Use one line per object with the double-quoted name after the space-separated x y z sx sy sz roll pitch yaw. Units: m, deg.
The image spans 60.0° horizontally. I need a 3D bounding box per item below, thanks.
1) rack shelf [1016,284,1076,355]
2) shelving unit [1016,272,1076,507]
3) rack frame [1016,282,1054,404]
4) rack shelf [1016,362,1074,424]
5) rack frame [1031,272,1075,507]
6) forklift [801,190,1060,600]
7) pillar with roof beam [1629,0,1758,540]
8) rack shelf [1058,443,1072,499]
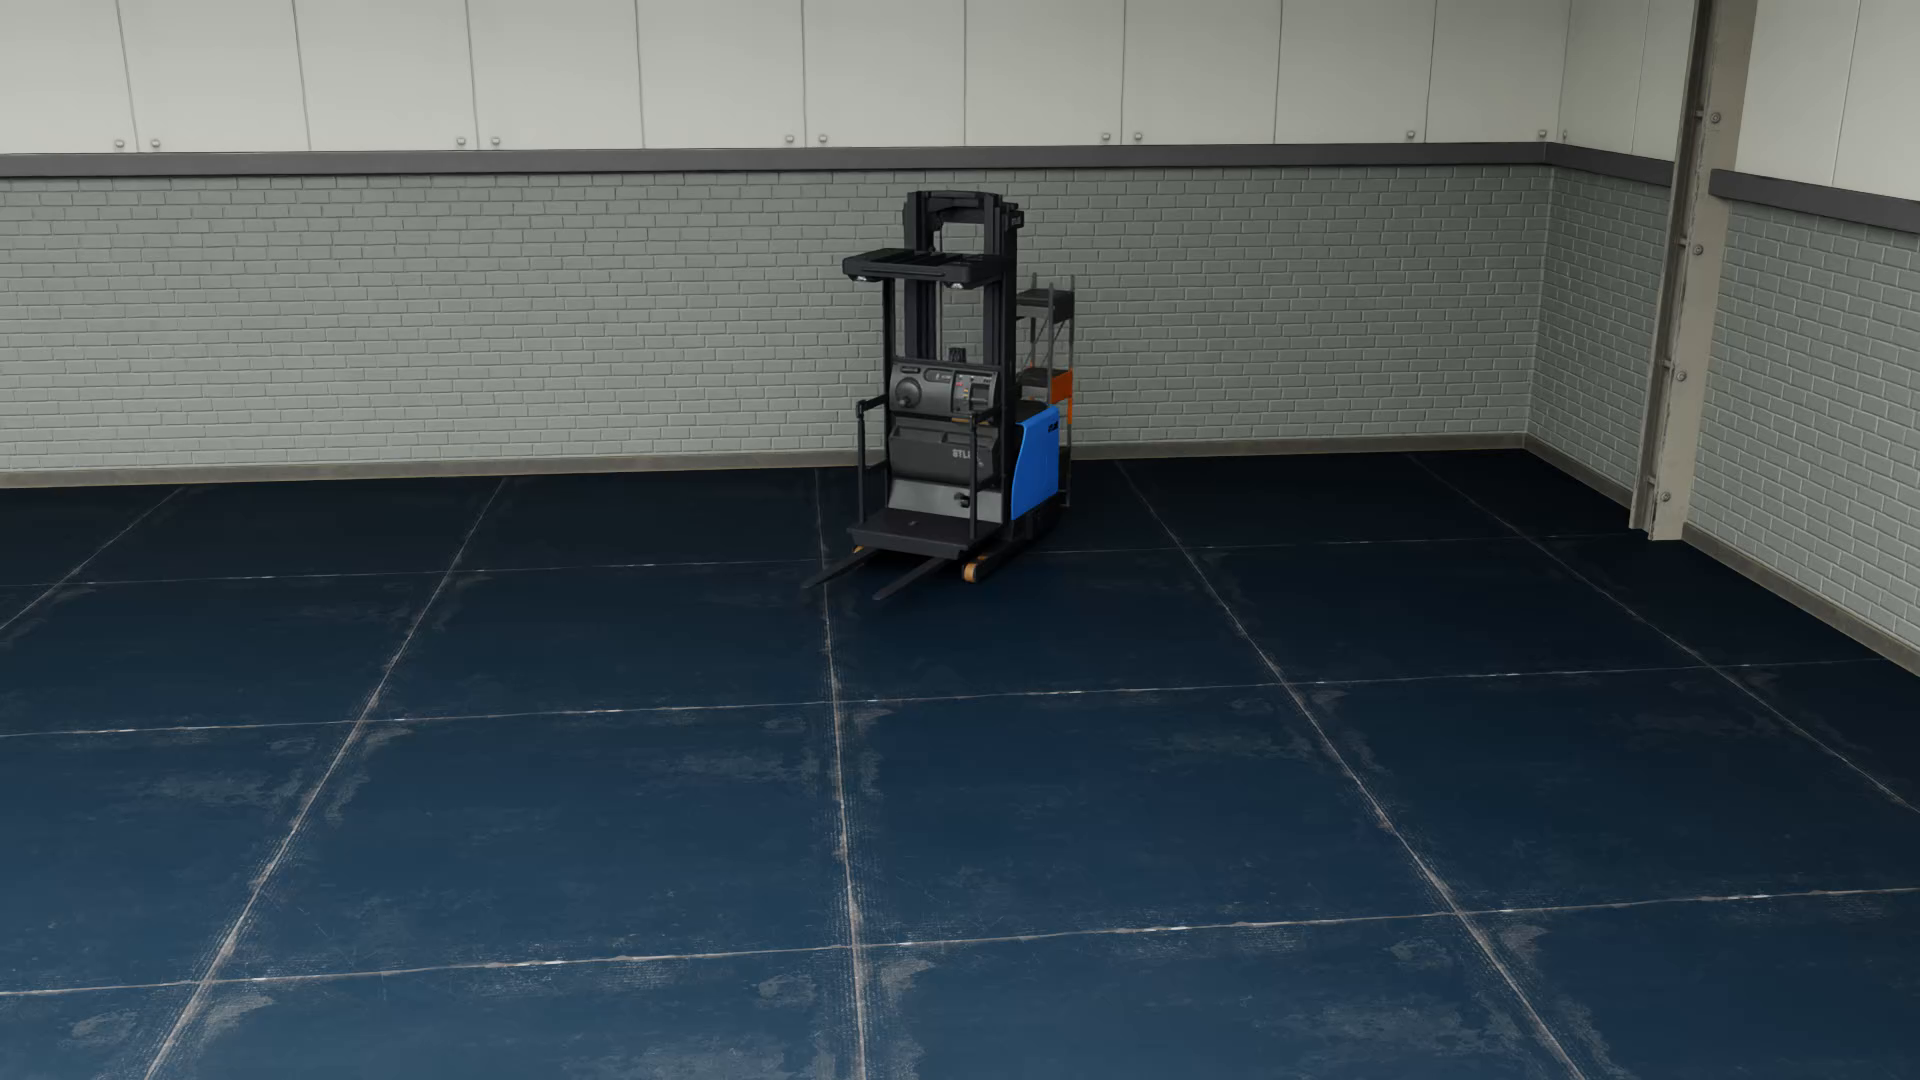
0.717 -1.926 14.509 0.431 0.518 0.480 8 19 24 "rack shelf"
0.714 -1.270 14.710 0.431 2.100 0.503 8 19 24 "shelving unit"
0.609 -1.206 14.500 0.400 2.100 0.015 8 19 24 "rack frame"
0.714 -1.257 14.714 0.431 0.518 0.480 8 19 24 "rack shelf"
0.820 -1.334 14.921 0.400 2.100 0.015 8 19 24 "rack frame"
-0.225 -1.206 13.125 1.130 2.935 3.031 8 19 25 "forklift"
1.736 -4.222 12.601 9.100 9.000 0.400 -2 18 -6 "pillar with roof beam"
0.712 -0.588 14.920 0.431 0.518 0.480 8 19 24 "rack shelf"
